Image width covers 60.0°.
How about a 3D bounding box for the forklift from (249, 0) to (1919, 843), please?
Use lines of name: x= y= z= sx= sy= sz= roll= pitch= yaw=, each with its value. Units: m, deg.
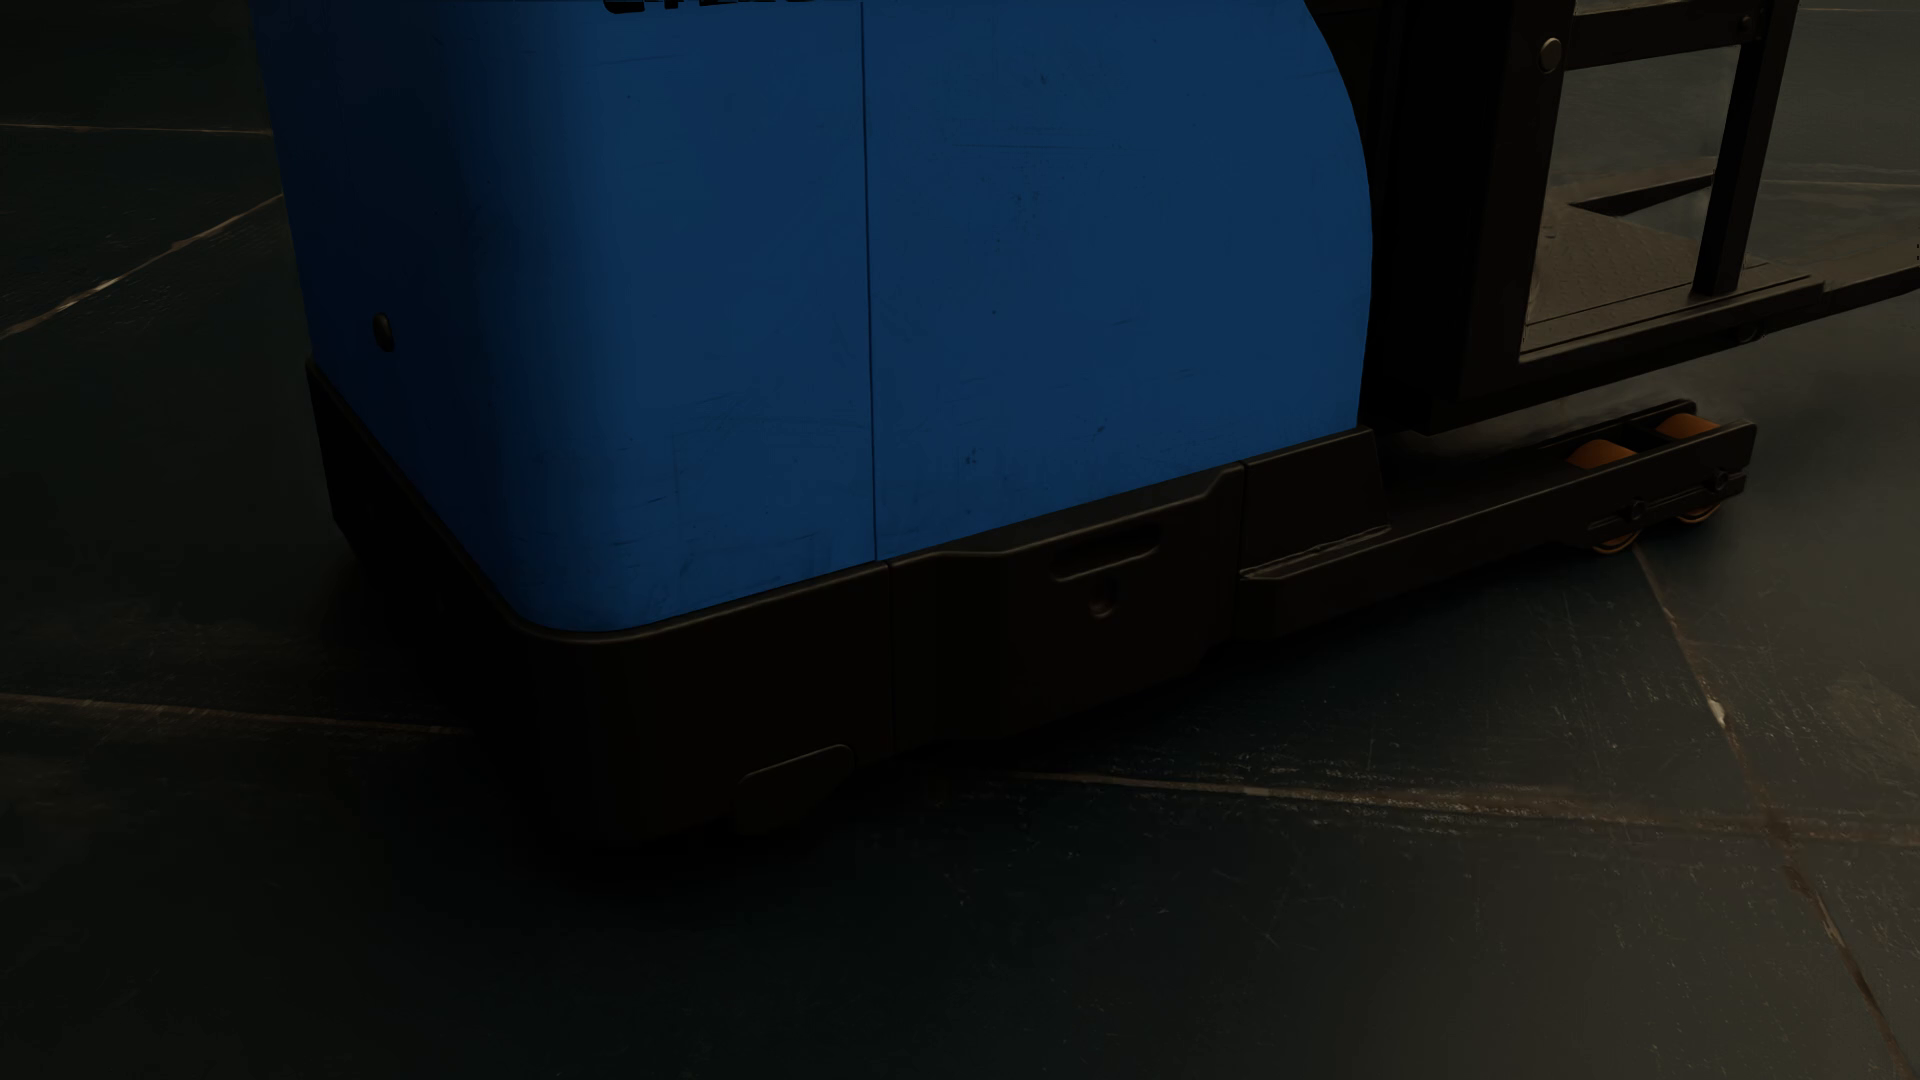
forklift: x=0.609 y=-1.474 z=2.171 sx=3.031 sy=2.935 sz=1.130 roll=-16 pitch=31 yaw=-28
